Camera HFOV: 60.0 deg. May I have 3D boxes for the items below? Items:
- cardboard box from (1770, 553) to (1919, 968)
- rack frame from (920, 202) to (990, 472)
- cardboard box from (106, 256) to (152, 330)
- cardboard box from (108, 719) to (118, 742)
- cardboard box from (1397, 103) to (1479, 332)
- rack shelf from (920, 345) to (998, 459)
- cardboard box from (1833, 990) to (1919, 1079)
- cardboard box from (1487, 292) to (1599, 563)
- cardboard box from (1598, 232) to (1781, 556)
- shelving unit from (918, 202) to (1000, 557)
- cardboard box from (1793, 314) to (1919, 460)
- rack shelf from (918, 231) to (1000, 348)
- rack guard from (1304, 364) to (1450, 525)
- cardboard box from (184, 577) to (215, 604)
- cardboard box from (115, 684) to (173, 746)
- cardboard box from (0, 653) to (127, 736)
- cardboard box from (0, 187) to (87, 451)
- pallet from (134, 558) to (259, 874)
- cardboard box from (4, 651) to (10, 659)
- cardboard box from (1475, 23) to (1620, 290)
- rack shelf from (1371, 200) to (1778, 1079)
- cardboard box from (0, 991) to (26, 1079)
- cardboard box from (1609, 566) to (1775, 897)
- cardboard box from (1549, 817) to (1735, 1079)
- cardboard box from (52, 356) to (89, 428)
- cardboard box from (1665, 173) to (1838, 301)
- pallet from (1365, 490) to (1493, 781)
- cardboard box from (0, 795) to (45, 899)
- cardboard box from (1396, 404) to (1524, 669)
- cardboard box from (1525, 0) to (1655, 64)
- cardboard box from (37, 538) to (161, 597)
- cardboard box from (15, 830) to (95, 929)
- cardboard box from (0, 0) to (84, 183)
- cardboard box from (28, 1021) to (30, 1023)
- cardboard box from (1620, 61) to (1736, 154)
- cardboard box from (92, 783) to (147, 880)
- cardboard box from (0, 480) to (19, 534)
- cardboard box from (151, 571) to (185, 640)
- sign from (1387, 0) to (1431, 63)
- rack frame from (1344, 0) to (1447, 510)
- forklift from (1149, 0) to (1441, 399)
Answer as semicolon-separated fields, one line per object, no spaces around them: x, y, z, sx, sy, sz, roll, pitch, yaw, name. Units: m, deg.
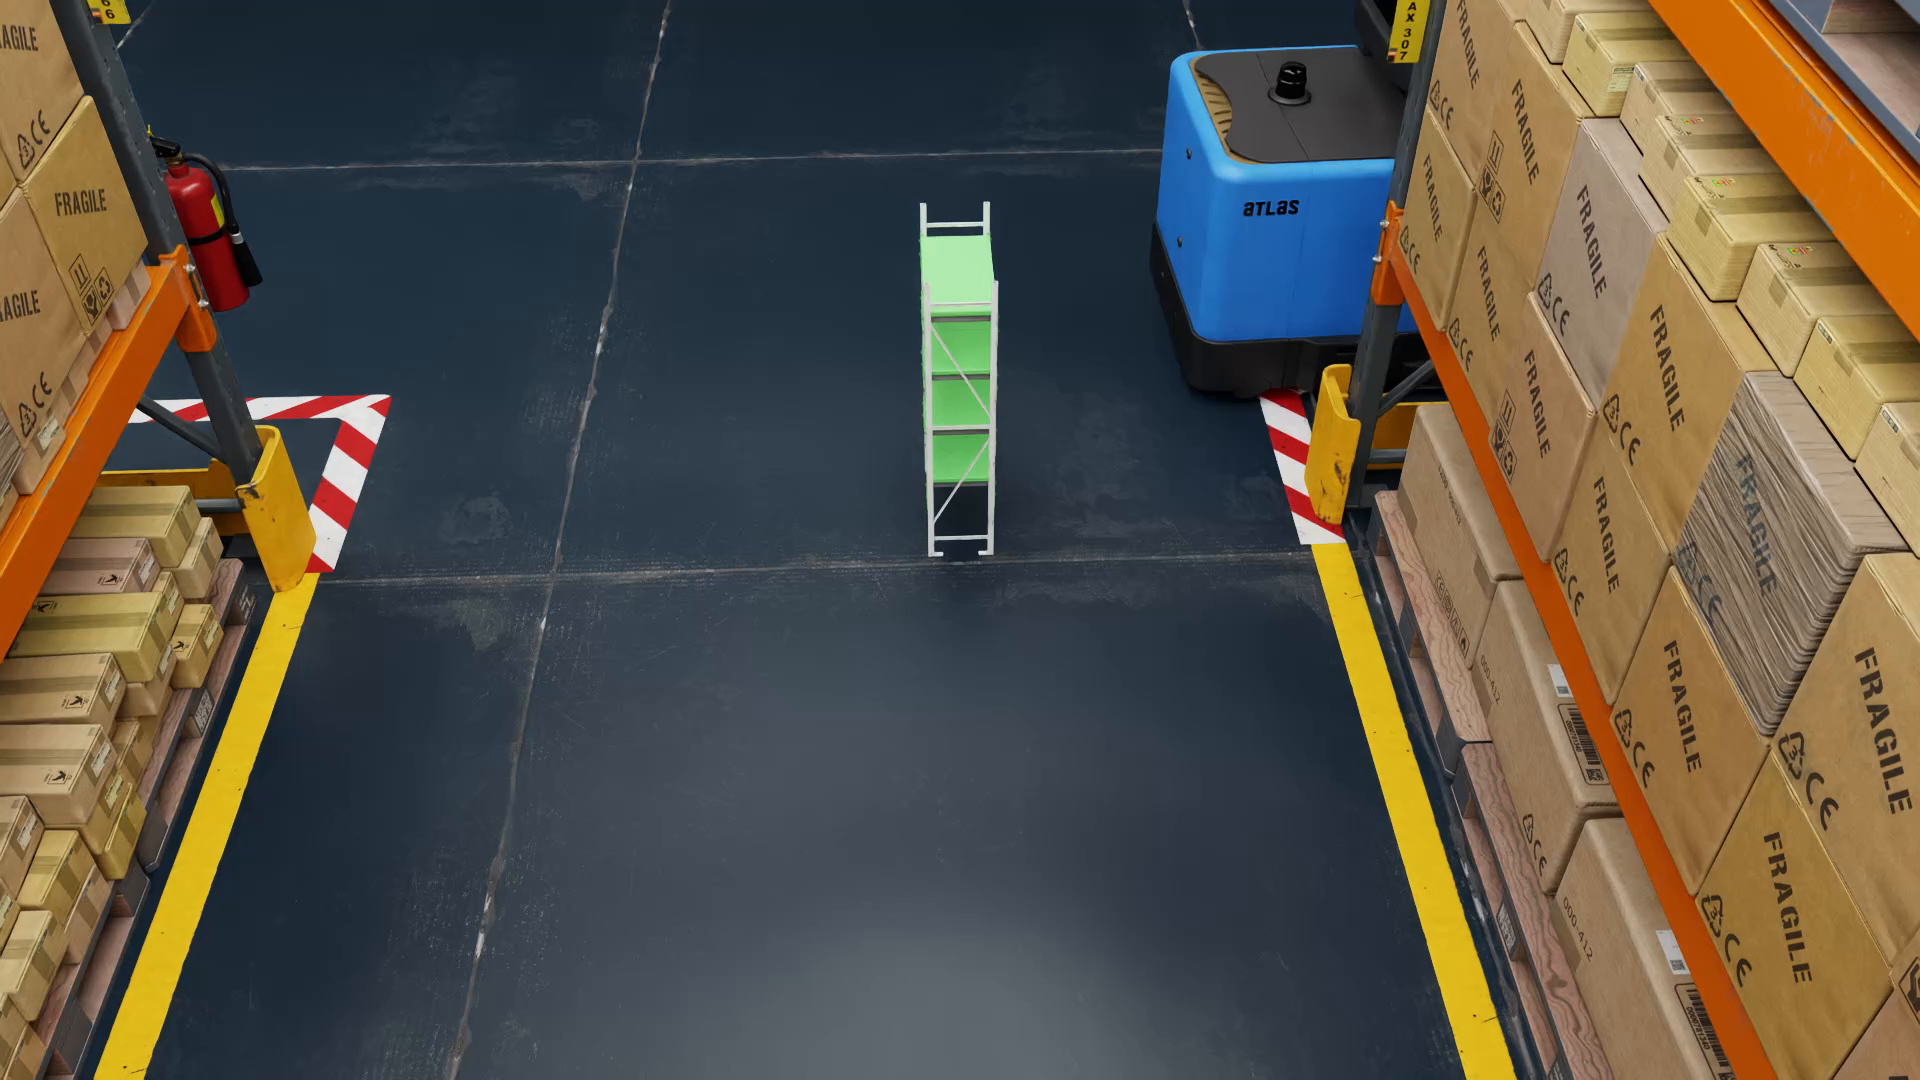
1.799;0.363;2.820;0.500;0.500;0.500;-2;43;-2;cardboard box
-0.017;-0.719;6.146;0.240;1.200;0.015;-2;43;-2;rack frame
-2.707;-0.764;5.049;0.380;0.149;0.250;-2;43;-2;cardboard box
-2.763;0.602;4.953;0.380;0.149;0.250;-2;43;-2;cardboard box
1.672;-0.983;5.028;0.500;0.500;0.500;-2;43;-2;cardboard box
-0.007;-0.507;6.010;0.258;0.148;0.480;-2;43;-2;rack shelf
1.833;1.079;2.779;0.500;0.500;0.500;-1;43;-1;cardboard box
1.725;-0.298;4.282;0.500;0.500;0.500;-2;43;-2;cardboard box
1.755;-0.319;3.564;0.500;0.500;0.500;-1;43;-2;cardboard box
-0.007;-0.554;5.966;0.258;1.200;0.503;-2;43;-2;shelving unit
1.786;-0.286;3.048;0.380;0.149;0.250;-2;43;-3;cardboard box
-0.007;-0.861;5.685;0.258;0.148;0.480;-2;43;-2;rack shelf
1.937;-0.373;6.287;1.175;0.500;0.348;-2;43;-2;rack guard
-2.772;0.177;5.636;0.380;0.149;0.250;-1;43;-1;cardboard box
-2.735;0.529;5.252;0.380;0.149;0.250;-2;43;-2;cardboard box
-2.688;0.478;4.867;0.380;0.149;0.250;-3;43;-4;cardboard box
-2.710;-0.571;4.359;0.500;0.500;0.500;-2;43;-2;cardboard box
-3.000;0.561;5.482;1.003;0.211;1.213;-2;43;-2;pallet
-3.183;0.429;5.141;0.380;0.149;0.250;-1;43;-1;cardboard box
1.703;-1.003;4.310;0.500;0.500;0.500;-3;43;-3;cardboard box
2.023;0.337;4.195;1.077;0.370;4.000;-2;43;-2;rack shelf
-2.620;1.292;4.199;0.380;0.149;0.250;-2;43;-2;cardboard box
1.770;0.393;3.527;0.500;0.500;0.500;-2;43;-2;cardboard box
2.150;1.180;4.328;0.875;0.438;0.875;-3;43;-3;cardboard box
-2.708;-0.426;4.680;0.380;0.149;0.250;-2;43;-2;cardboard box
1.701;-0.627;3.420;0.380;0.149;0.250;-3;43;-3;cardboard box
2.051;0.287;5.781;1.003;0.211;1.213;-2;43;-2;pallet
-2.721;0.839;4.474;0.380;0.149;0.250;-3;43;-3;cardboard box
2.066;-0.046;5.666;0.875;0.438;0.875;-3;43;-3;cardboard box
1.656;-1.322;4.178;0.380;0.149;0.250;0;43;0;cardboard box
-2.774;0.130;5.247;0.380;0.149;0.250;-1;43;-1;cardboard box
-2.644;0.940;4.583;0.380;0.149;0.250;0;43;0;cardboard box
-2.735;-1.281;4.394;0.500;0.500;0.500;-2;43;-3;cardboard box
-2.711;1.224;4.494;0.380;0.149;0.250;-1;43;-1;cardboard box
1.749;-0.969;3.793;0.380;0.149;0.250;-1;43;-1;cardboard box
-2.638;0.866;4.885;0.380;0.149;0.250;-3;43;-4;cardboard box
-2.692;-0.075;4.298;0.380;0.149;0.250;-3;43;-4;cardboard box
-2.738;0.244;5.342;0.380;0.149;0.250;-3;43;-3;cardboard box
1.384;-1.615;5.093;0.100;0.325;0.005;-2;43;-2;sign
1.938;-1.278;5.425;1.000;3.000;0.127;-2;43;-2;rack frame
2.402;-2.075;6.344;3.031;2.935;1.130;-4;43;-4;forklift
